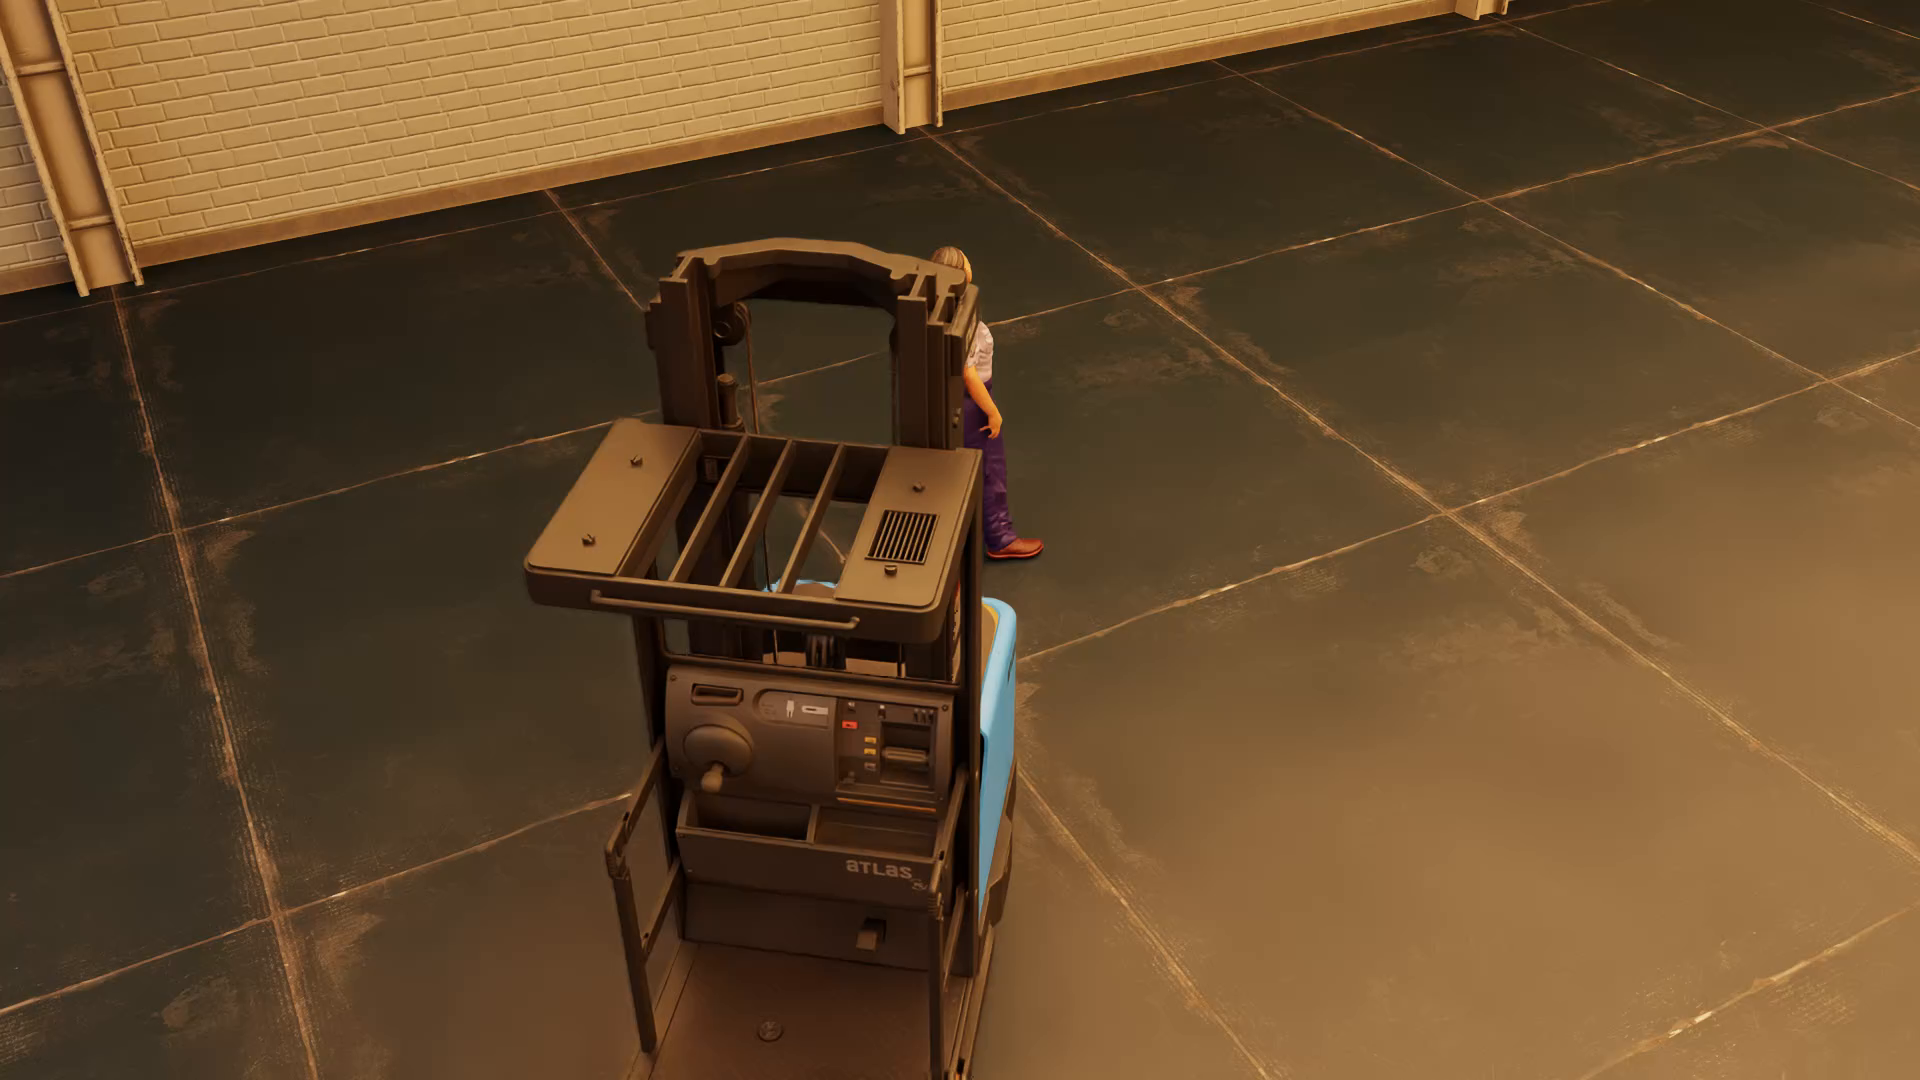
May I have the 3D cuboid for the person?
[{"bbox_3d":[0.089,-0.692,8.201,0.503,1.650,0.599,-17,39,-23],"label":"person"}]

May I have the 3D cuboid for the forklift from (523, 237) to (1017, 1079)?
[{"bbox_3d":[-0.518,0.704,5.128,1.130,2.935,3.031,6,36,8],"label":"forklift"}]
